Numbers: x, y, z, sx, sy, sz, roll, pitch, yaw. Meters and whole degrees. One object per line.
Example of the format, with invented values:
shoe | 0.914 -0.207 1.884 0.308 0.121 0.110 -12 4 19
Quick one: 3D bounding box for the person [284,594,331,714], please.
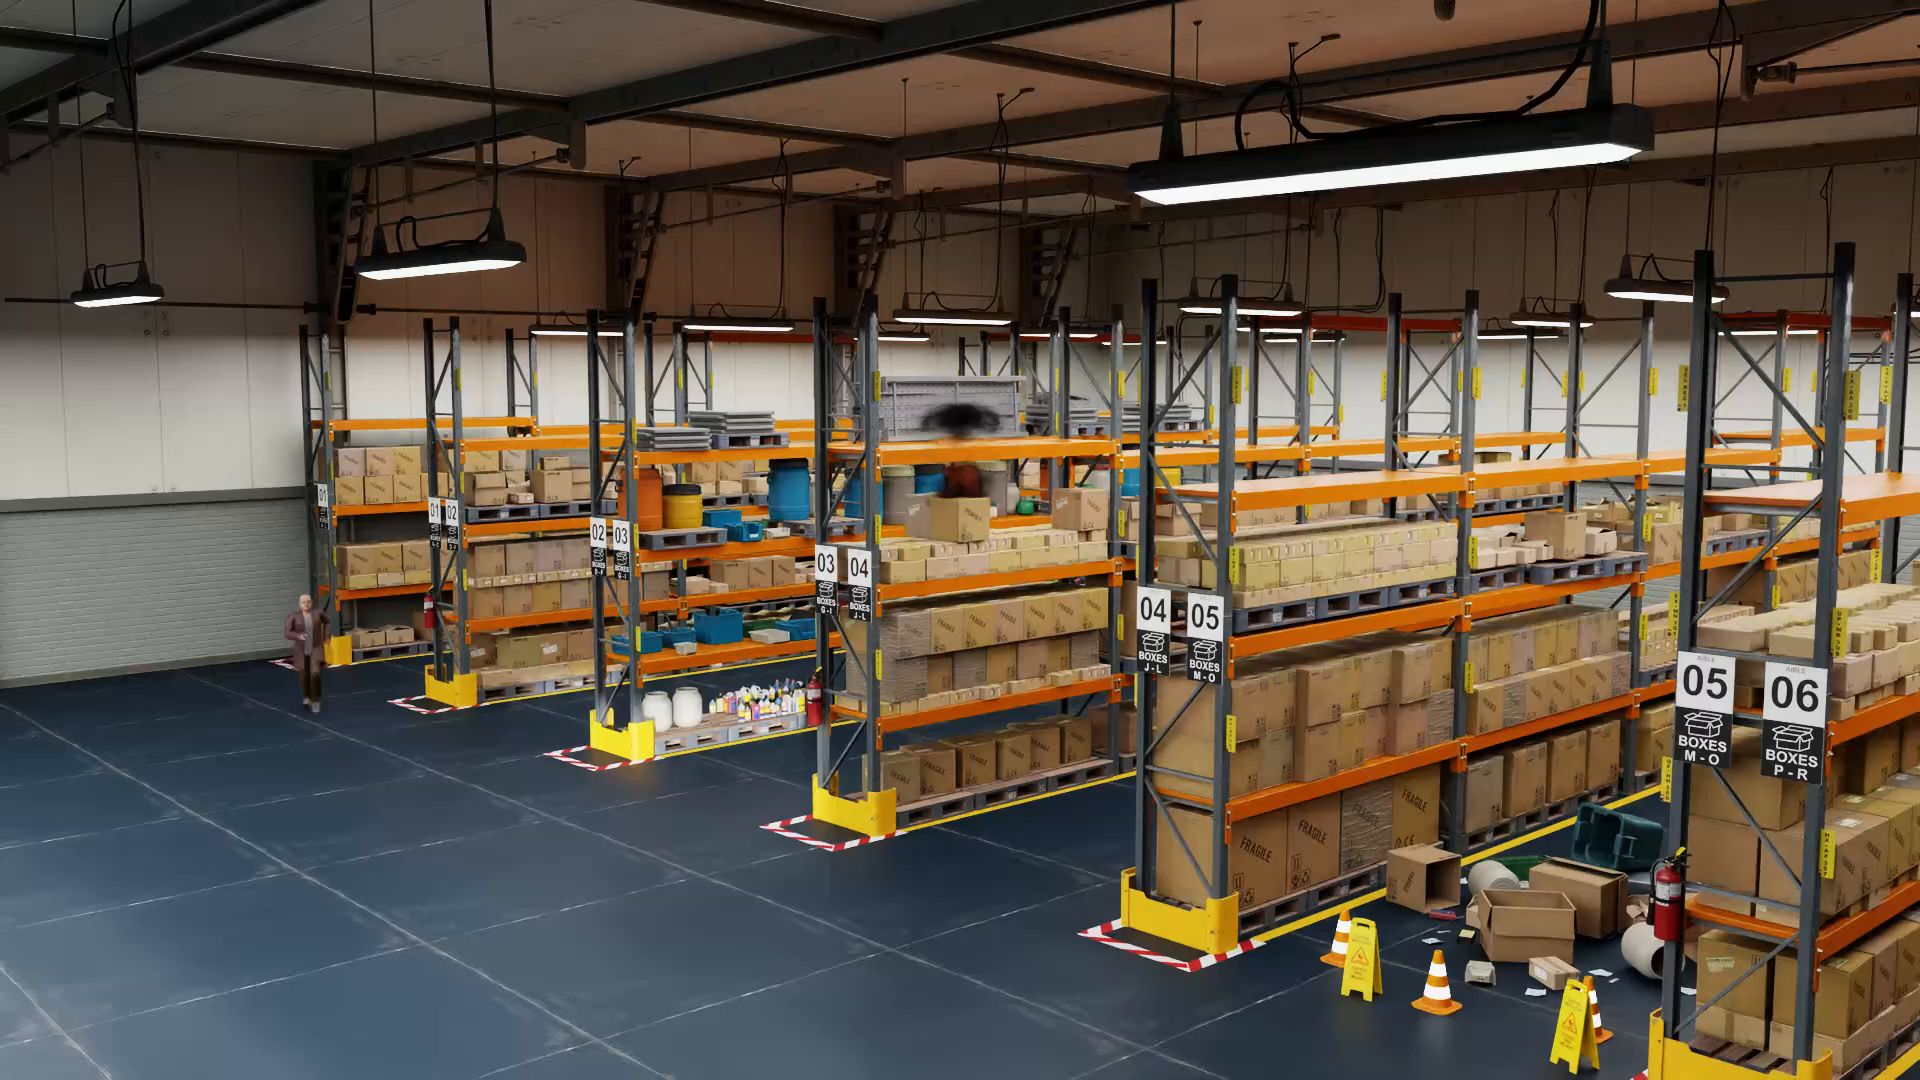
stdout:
person | -9.916 1.735 25.301 0.659 1.836 0.910 -2 6 -20
